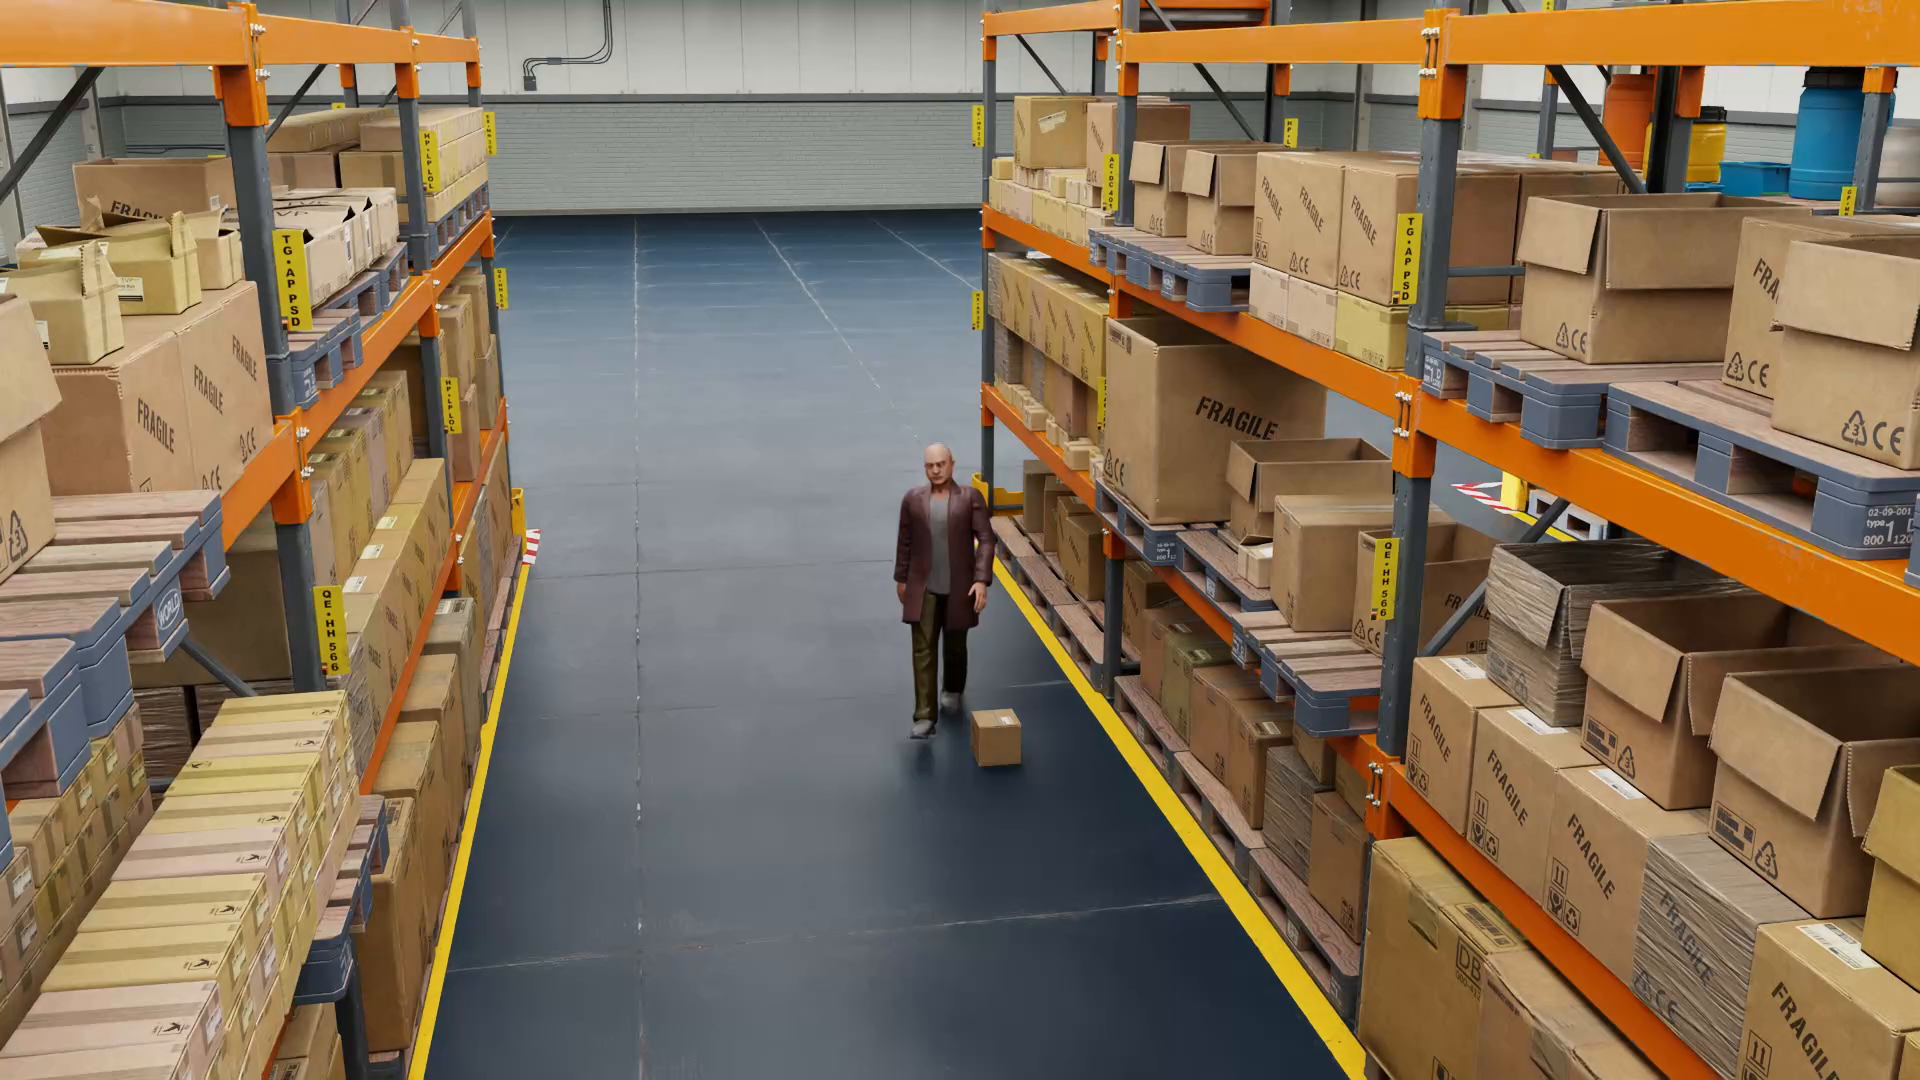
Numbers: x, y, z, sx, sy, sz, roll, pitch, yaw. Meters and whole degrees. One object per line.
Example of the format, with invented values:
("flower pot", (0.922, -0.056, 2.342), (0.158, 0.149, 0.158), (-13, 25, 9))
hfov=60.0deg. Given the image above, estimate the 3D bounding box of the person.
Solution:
("person", (-0.113, 0.308, 10.027), (0.638, 1.715, 1.013), (1, 16, 3))
